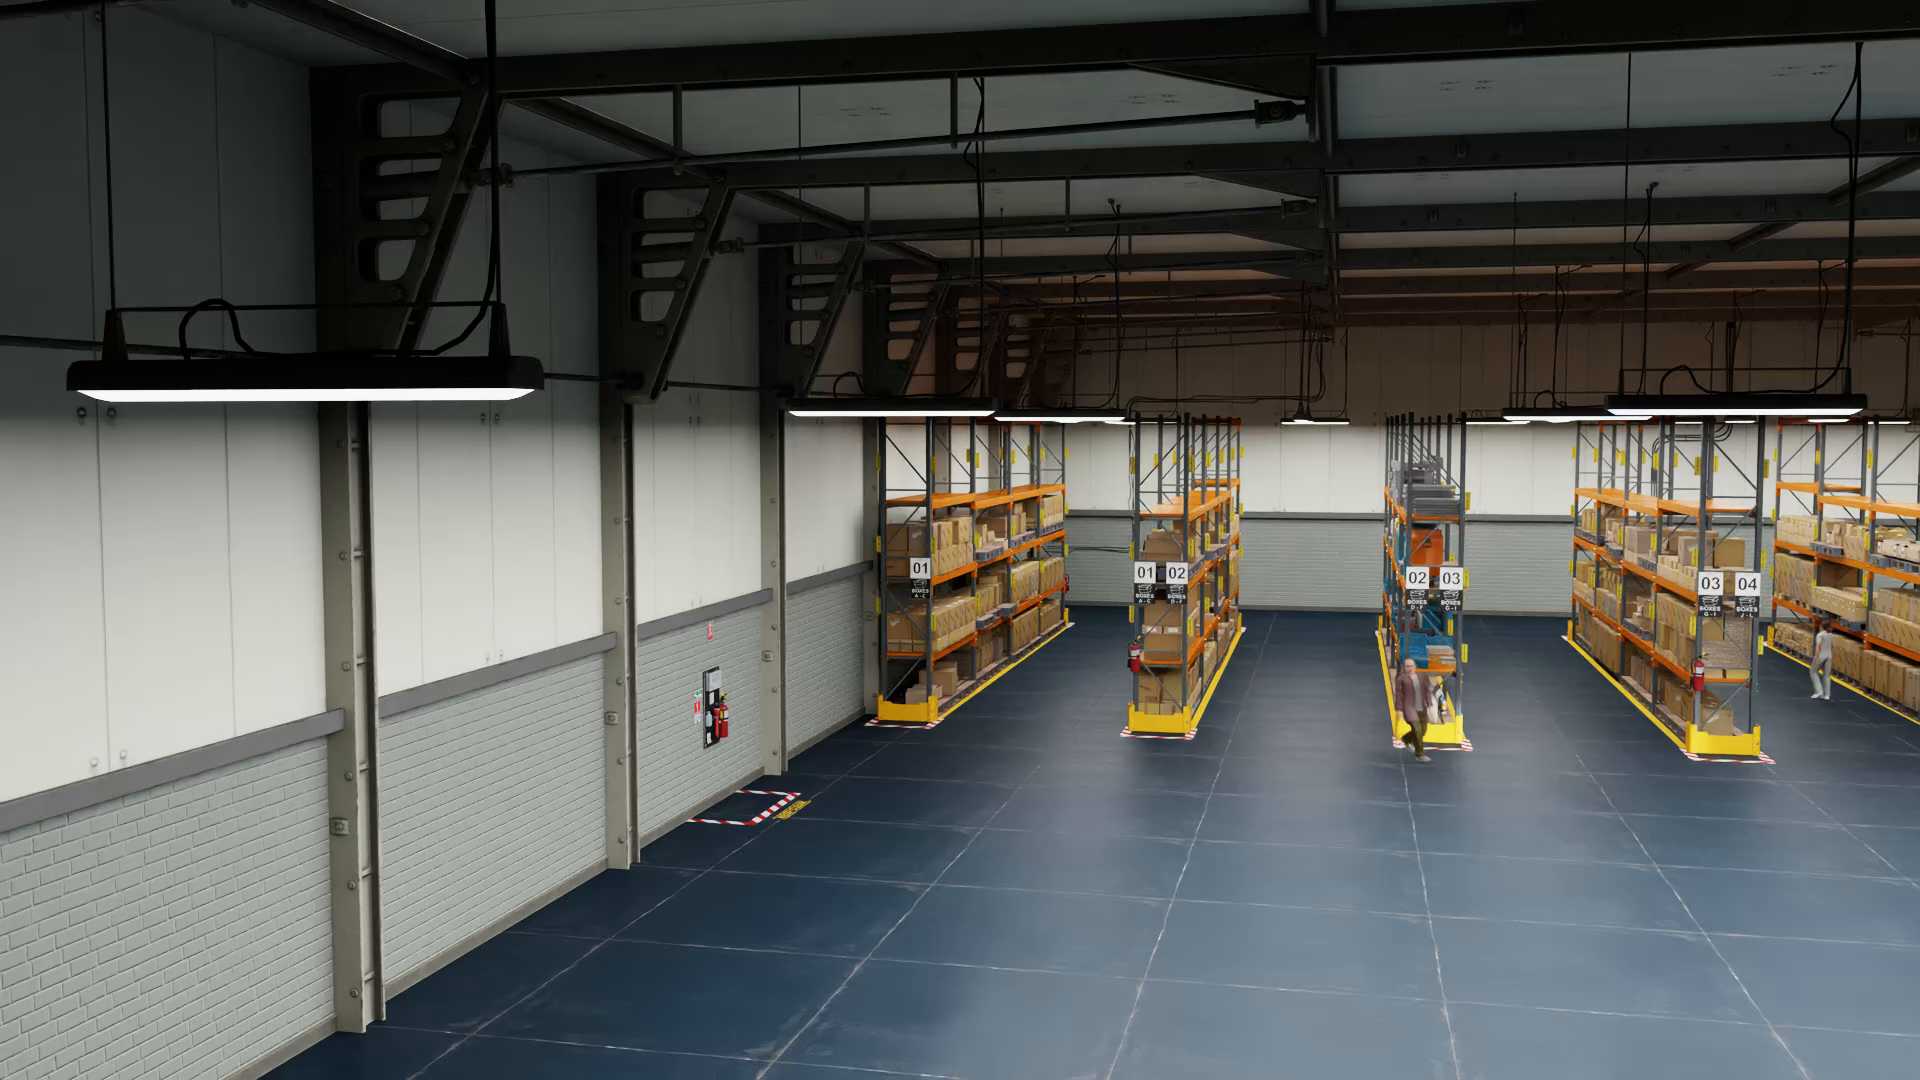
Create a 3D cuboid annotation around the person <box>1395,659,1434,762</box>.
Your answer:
[{"bbox_3d":[7.836,2.913,28.650,0.575,1.732,0.962,-1,4,-18],"label":"person"}]

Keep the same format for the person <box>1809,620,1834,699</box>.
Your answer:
[{"bbox_3d":[18.206,2.535,35.017,0.469,1.703,0.477,0,4,-6],"label":"person"}]
